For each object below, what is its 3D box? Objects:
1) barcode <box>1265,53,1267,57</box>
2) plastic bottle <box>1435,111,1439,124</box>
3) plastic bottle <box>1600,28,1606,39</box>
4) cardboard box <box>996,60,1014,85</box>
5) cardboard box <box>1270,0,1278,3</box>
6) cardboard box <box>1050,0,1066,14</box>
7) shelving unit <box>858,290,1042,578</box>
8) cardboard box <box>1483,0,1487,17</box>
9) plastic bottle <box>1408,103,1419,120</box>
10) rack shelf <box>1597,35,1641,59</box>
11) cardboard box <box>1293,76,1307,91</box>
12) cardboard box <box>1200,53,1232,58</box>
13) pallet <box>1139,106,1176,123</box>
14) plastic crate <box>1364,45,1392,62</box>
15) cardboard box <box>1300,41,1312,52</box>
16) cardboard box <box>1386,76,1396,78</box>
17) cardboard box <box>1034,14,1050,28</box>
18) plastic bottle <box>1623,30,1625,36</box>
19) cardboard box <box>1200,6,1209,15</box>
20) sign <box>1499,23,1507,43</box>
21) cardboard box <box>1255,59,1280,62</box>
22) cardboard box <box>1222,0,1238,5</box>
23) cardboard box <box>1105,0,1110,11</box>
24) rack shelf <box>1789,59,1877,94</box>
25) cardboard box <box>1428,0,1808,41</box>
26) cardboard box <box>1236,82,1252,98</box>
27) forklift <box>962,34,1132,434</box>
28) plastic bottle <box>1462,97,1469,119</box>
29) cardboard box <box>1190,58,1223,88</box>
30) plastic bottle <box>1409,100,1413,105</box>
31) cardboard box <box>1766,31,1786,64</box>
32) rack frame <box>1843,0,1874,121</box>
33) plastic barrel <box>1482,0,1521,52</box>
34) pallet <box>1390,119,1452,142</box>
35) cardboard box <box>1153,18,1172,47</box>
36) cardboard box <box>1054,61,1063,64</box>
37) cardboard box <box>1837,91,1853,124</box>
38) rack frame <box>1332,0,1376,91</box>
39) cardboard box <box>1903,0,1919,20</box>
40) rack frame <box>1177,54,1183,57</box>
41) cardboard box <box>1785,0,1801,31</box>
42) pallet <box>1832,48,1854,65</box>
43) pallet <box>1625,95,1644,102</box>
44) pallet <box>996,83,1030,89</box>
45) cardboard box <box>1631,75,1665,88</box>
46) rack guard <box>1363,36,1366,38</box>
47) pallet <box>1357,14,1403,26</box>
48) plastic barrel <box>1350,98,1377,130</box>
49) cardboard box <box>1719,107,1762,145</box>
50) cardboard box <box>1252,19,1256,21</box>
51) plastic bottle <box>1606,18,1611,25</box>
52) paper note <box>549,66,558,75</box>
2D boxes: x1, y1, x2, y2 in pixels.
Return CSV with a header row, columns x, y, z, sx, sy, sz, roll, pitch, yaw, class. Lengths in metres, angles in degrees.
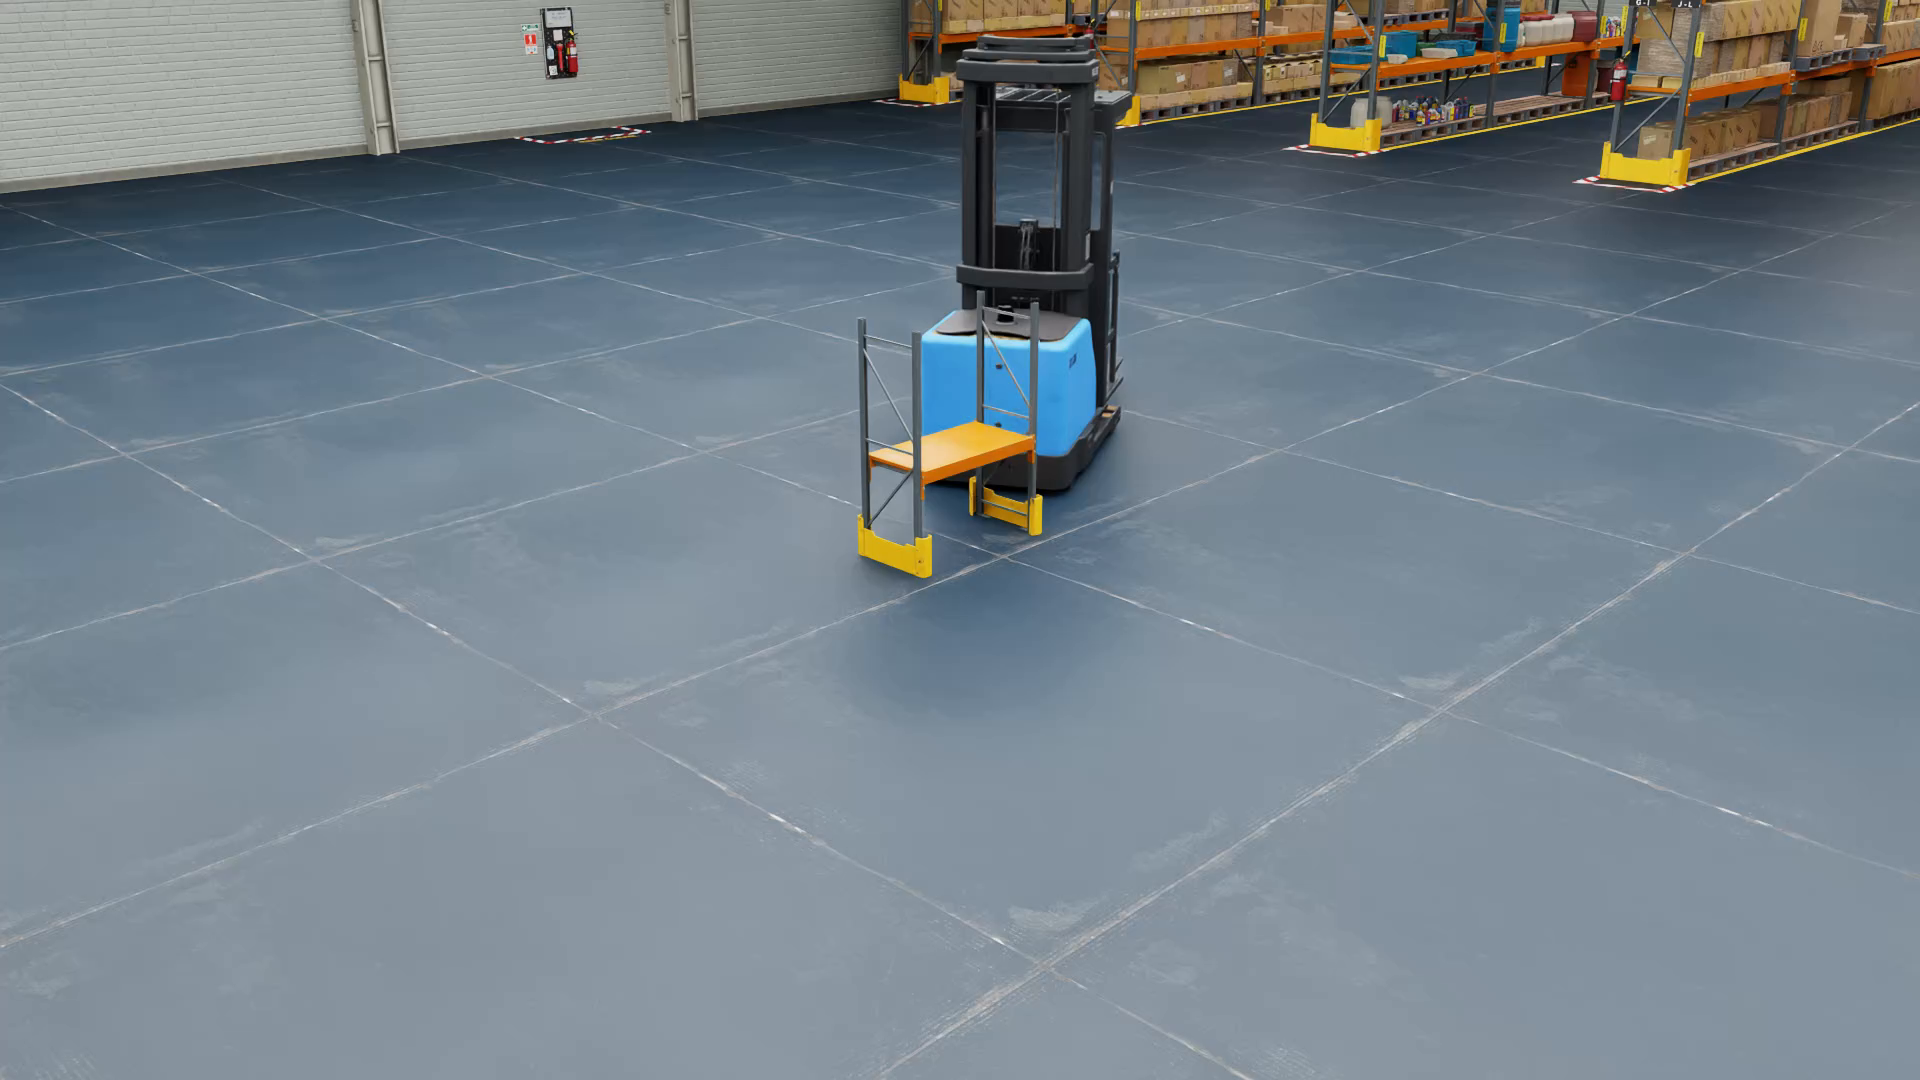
x,y,z,sx,sy,sz,roll,pitch,yaw,class
6.034,-9.563,32.806,0.001,0.075,0.075,19,28,41,barcode
8.180,-7.272,28.602,0.097,0.201,0.097,0,21,0,plastic bottle
12.428,-9.875,32.258,0.152,0.276,0.135,19,28,41,plastic bottle
0.708,-9.842,34.871,0.700,0.500,0.500,17,27,37,cardboard box
7.446,-13.423,40.735,0.500,0.500,0.500,19,28,40,cardboard box
1.898,-11.444,35.304,0.500,0.500,0.500,19,28,41,cardboard box
-0.053,-0.680,10.255,0.587,1.500,1.083,19,28,41,shelving unit
12.045,-12.413,38.550,0.500,0.500,0.500,-20,28,-41,cardboard box
7.939,-7.516,29.131,0.152,0.276,0.135,19,28,41,plastic bottle
13.290,-10.081,33.623,1.077,0.370,4.000,19,28,41,rack shelf
6.734,-9.334,33.925,0.500,0.250,0.500,18,28,39,cardboard box
5.010,-9.337,32.887,0.500,0.500,0.500,19,28,41,cardboard box
3.271,-7.992,31.073,1.003,0.211,1.213,19,28,41,pallet
6.906,-8.146,27.793,0.499,0.251,0.408,19,28,41,plastic crate
8.535,-12.734,42.423,0.700,0.500,0.500,19,28,40,cardboard box
9.232,-10.363,36.226,0.500,0.500,0.500,18,27,39,cardboard box
1.540,-10.969,35.114,0.500,0.250,0.500,19,28,41,cardboard box
13.106,-10.108,32.871,0.097,0.271,0.097,0,21,0,plastic bottle
4.452,-9.946,31.226,0.250,0.149,0.380,-19,28,-40,cardboard box
9.491,-8.863,29.066,0.100,0.325,0.005,19,28,41,sign
6.343,-9.728,34.169,0.500,0.311,0.500,19,28,40,cardboard box
4.901,-10.521,31.819,0.700,0.500,0.500,19,28,41,cardboard box
3.218,-12.047,36.984,0.500,0.500,0.700,-16,26,-35,cardboard box
14.048,-7.813,27.723,1.077,0.370,4.000,19,28,41,rack shelf
11.637,-10.058,31.718,5.315,0.586,11.963,-15,26,-34,cardboard box
5.391,-8.853,32.675,0.500,0.250,0.500,19,28,41,cardboard box
0.621,-2.202,12.218,1.121,2.935,3.031,6,22,15,forklift
8.862,-7.605,29.260,0.144,0.351,0.185,18,28,39,plastic bottle
4.688,-8.948,31.877,0.500,0.500,0.500,19,28,41,cardboard box
7.967,-7.627,29.411,0.133,0.283,0.061,-19,28,-40,plastic bottle
12.295,-7.720,25.924,0.875,0.500,0.500,19,28,41,cardboard box
16.830,-9.788,30.024,1.077,3.933,4.027,19,28,41,rack frame
9.591,-9.132,29.453,0.600,0.901,0.708,19,28,41,plastic barrel
7.755,-7.095,28.740,1.003,0.211,1.213,19,28,41,pallet
3.465,-9.386,30.675,0.500,0.500,0.700,-19,28,-41,cardboard box
2.508,-10.586,36.805,0.500,0.500,0.700,-19,28,-40,cardboard box
14.991,-7.524,28.840,0.700,0.500,0.500,17,27,38,cardboard box
8.349,-11.143,35.385,1.000,3.000,0.127,19,28,41,rack frame
16.885,-9.702,30.099,0.637,0.503,0.797,-19,28,-40,cardboard box
4.797,-12.382,38.608,1.000,3.000,0.127,19,28,41,rack frame
12.536,-8.102,25.526,0.500,0.500,0.500,19,28,41,cardboard box
14.092,-8.054,27.615,1.003,0.211,1.213,19,28,41,pallet
13.266,-9.126,34.023,1.003,0.211,1.213,19,28,41,pallet
0.712,-9.555,35.141,1.003,0.211,1.213,19,28,41,pallet
9.914,-6.614,23.951,0.380,0.149,0.250,19,28,41,cardboard box
10.394,-13.278,44.423,1.175,0.500,0.348,19,28,41,rack guard
8.771,-11.245,35.918,1.213,0.211,1.003,19,28,41,pallet
6.718,-7.069,27.667,0.421,0.512,0.421,0,21,0,plastic barrel
12.345,-6.571,26.388,0.500,0.500,0.500,18,28,39,cardboard box
6.040,-10.324,33.441,0.396,0.266,0.258,18,28,39,cardboard box
13.149,-10.440,33.735,0.097,0.271,0.097,0,21,0,plastic bottle
-7.025,-8.114,28.733,0.016,0.148,0.142,19,28,41,paper note
